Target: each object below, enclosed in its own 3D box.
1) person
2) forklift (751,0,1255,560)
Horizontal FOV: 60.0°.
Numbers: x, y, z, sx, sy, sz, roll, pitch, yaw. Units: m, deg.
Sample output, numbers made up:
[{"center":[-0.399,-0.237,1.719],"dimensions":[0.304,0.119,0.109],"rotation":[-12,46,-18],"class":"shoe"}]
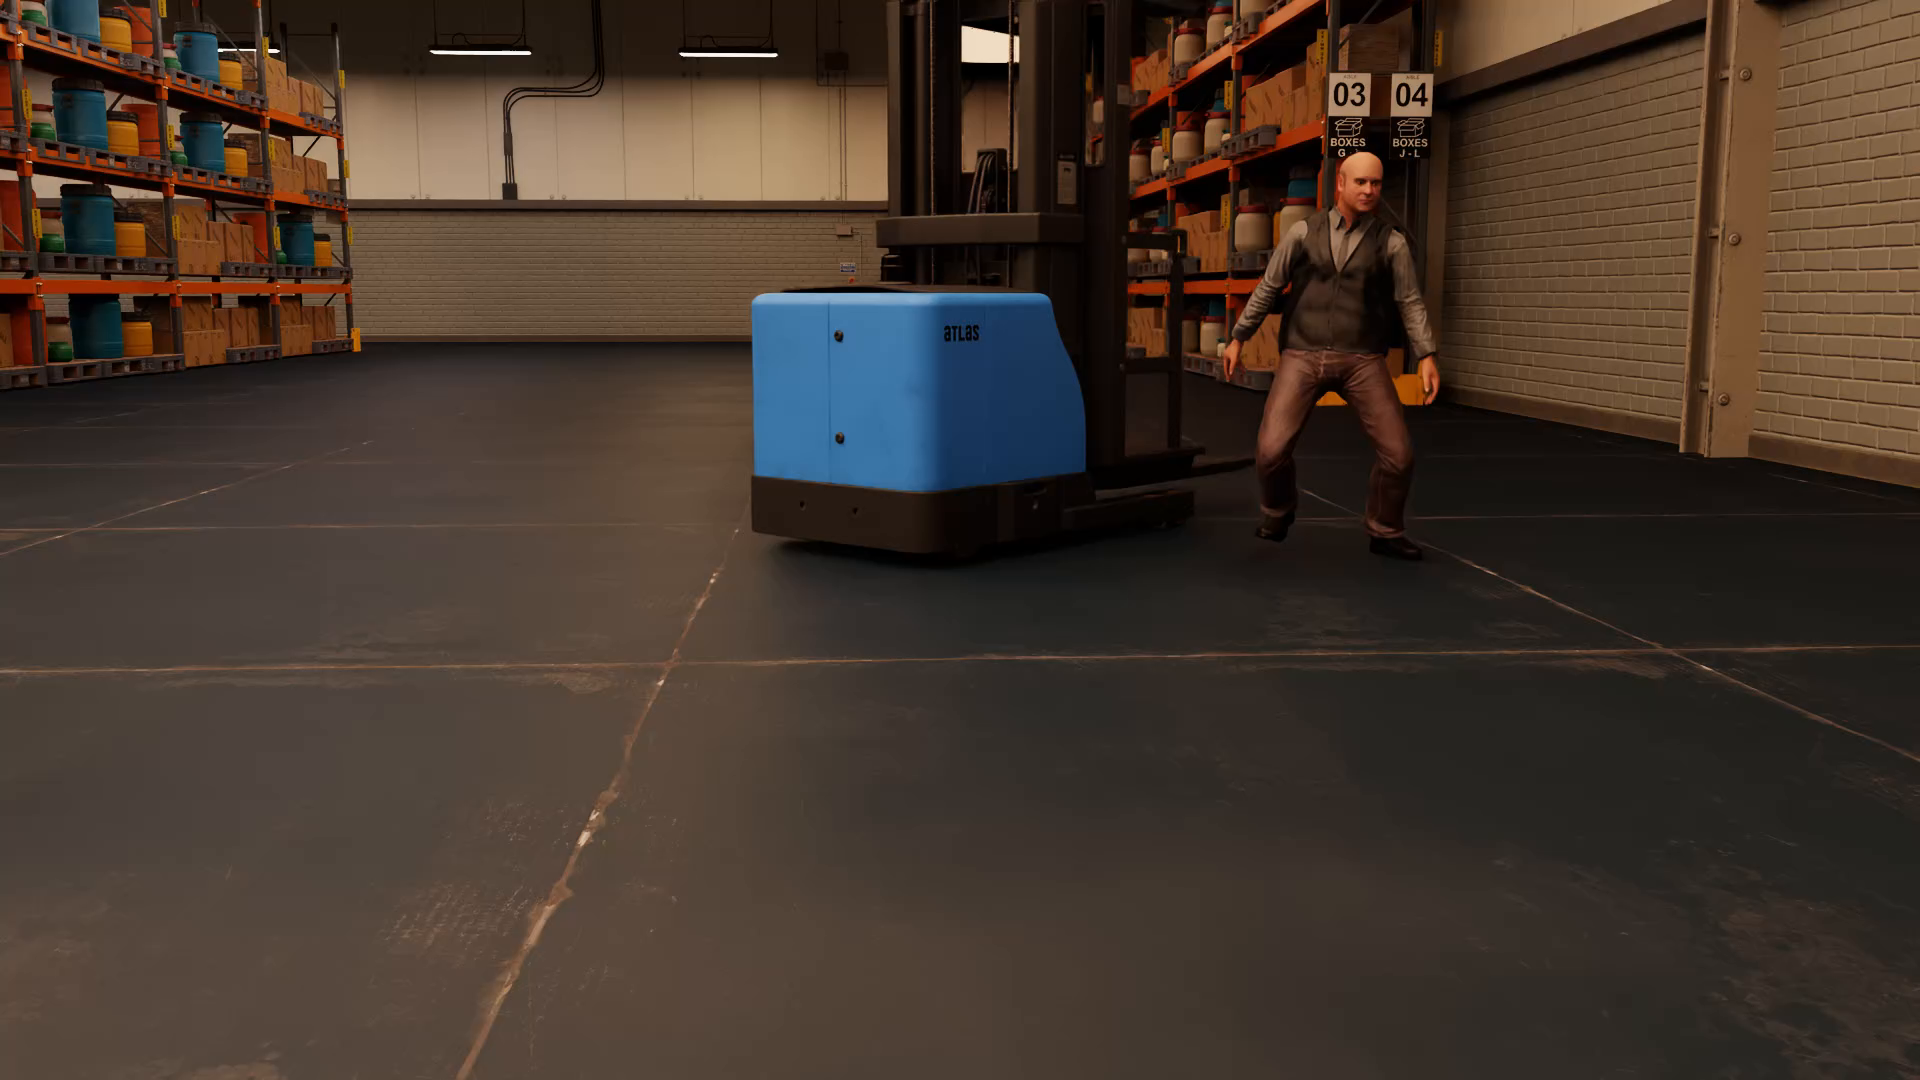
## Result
[{"center":[1.505,-0.741,6.777],"dimensions":[0.882,1.636,0.486],"rotation":[3,9,17],"class":"person"},{"center":[0.447,-1.538,7.691],"dimensions":[1.130,2.935,3.031],"rotation":[7,11,40],"class":"forklift"}]
